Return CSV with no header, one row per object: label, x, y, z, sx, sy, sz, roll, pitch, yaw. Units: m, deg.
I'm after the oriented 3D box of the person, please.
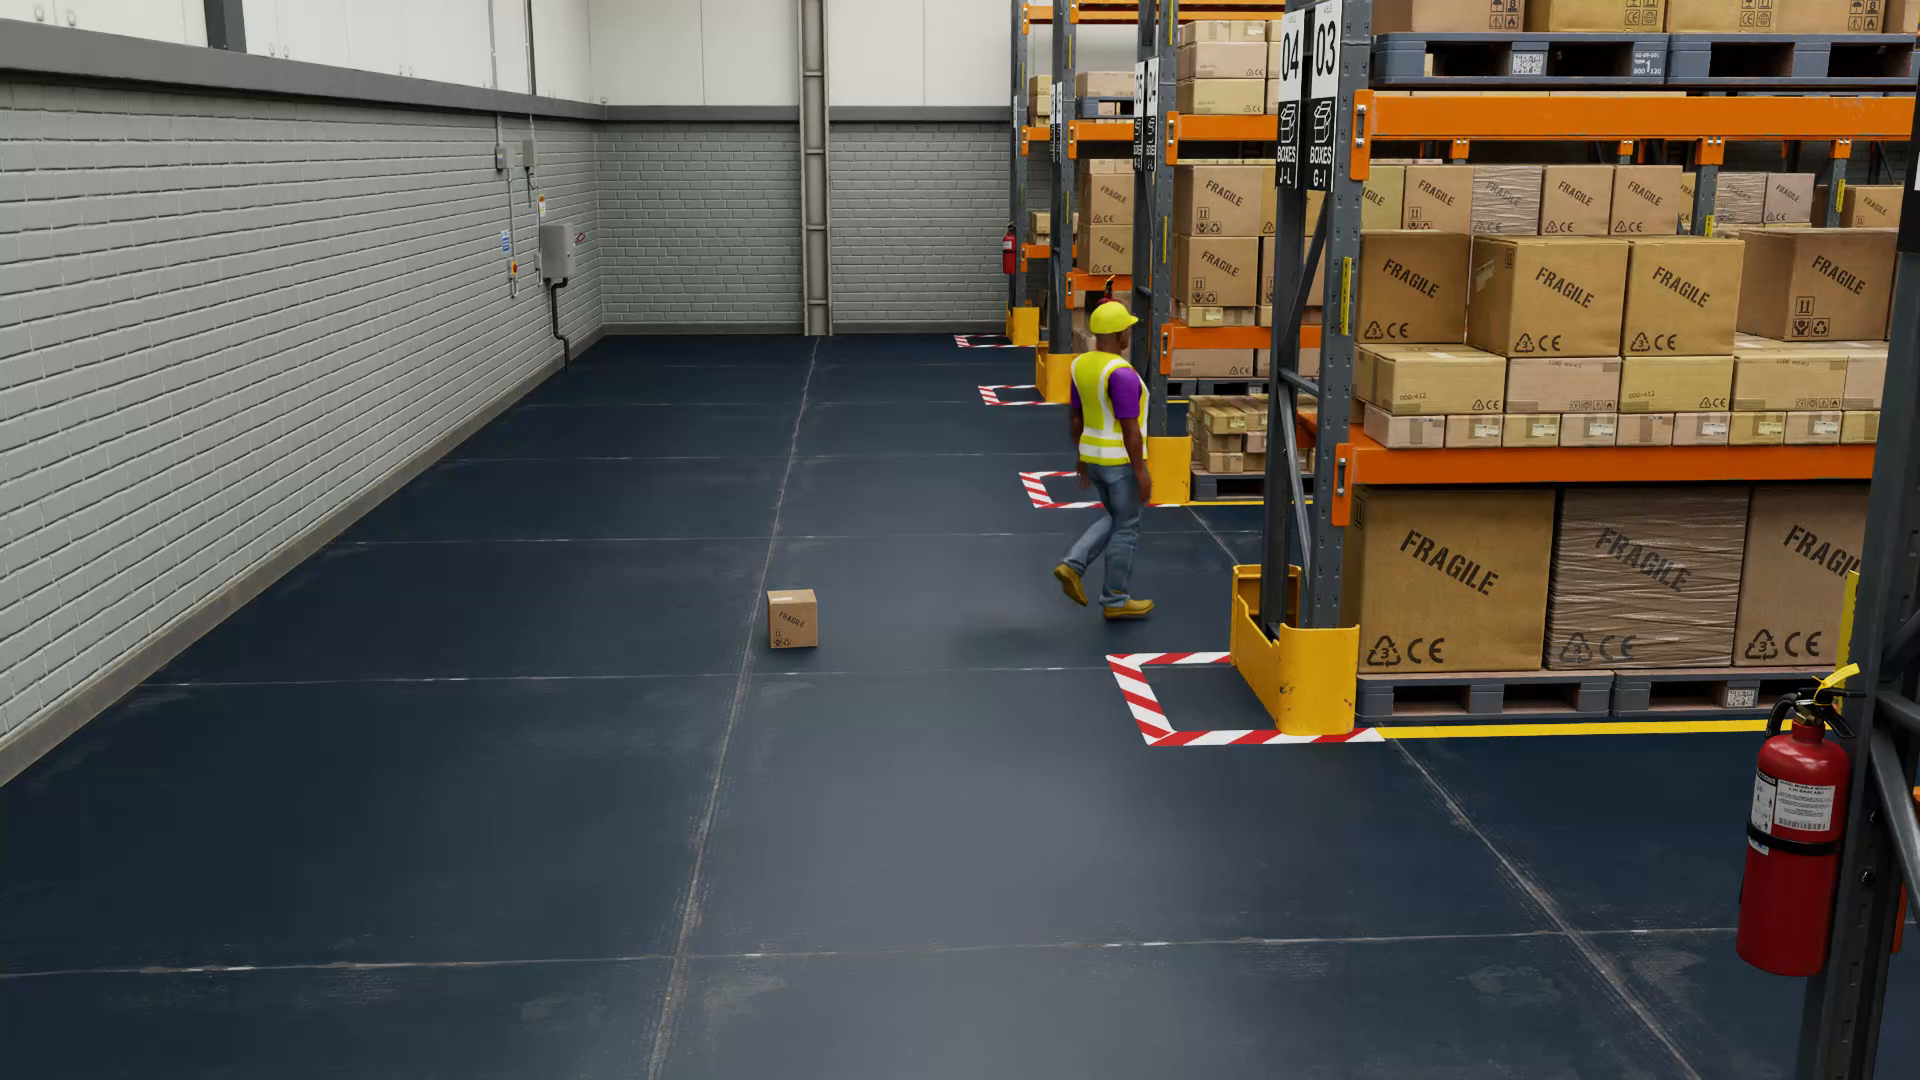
person,0.826,-0.432,9.157,0.535,1.755,0.570,-6,15,-25
